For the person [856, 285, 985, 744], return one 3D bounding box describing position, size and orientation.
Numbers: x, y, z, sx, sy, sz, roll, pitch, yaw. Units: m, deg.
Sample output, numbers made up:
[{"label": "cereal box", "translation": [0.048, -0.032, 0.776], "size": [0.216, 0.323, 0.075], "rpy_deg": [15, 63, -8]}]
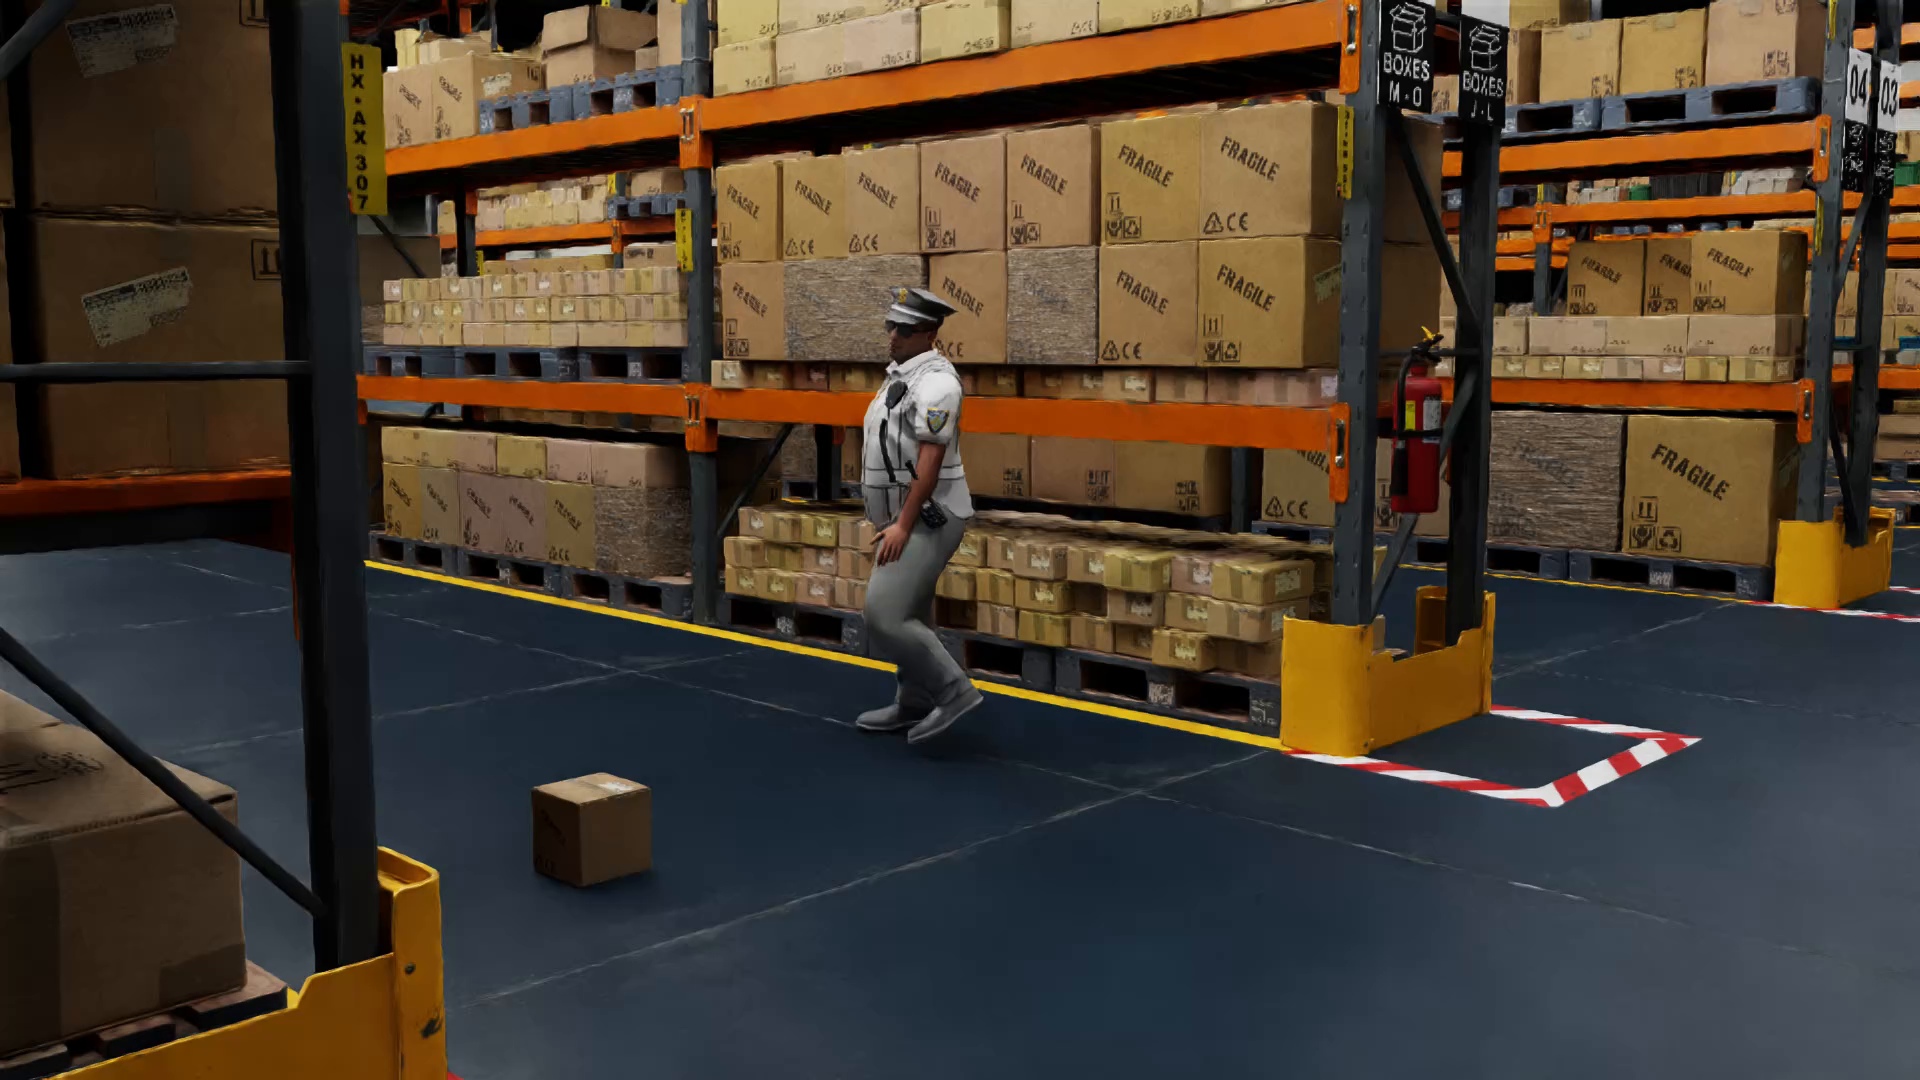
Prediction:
[{"label": "person", "translation": [-0.219, -0.081, 6.315], "size": [0.454, 1.746, 0.674], "rpy_deg": [-3, 7, -20]}]
